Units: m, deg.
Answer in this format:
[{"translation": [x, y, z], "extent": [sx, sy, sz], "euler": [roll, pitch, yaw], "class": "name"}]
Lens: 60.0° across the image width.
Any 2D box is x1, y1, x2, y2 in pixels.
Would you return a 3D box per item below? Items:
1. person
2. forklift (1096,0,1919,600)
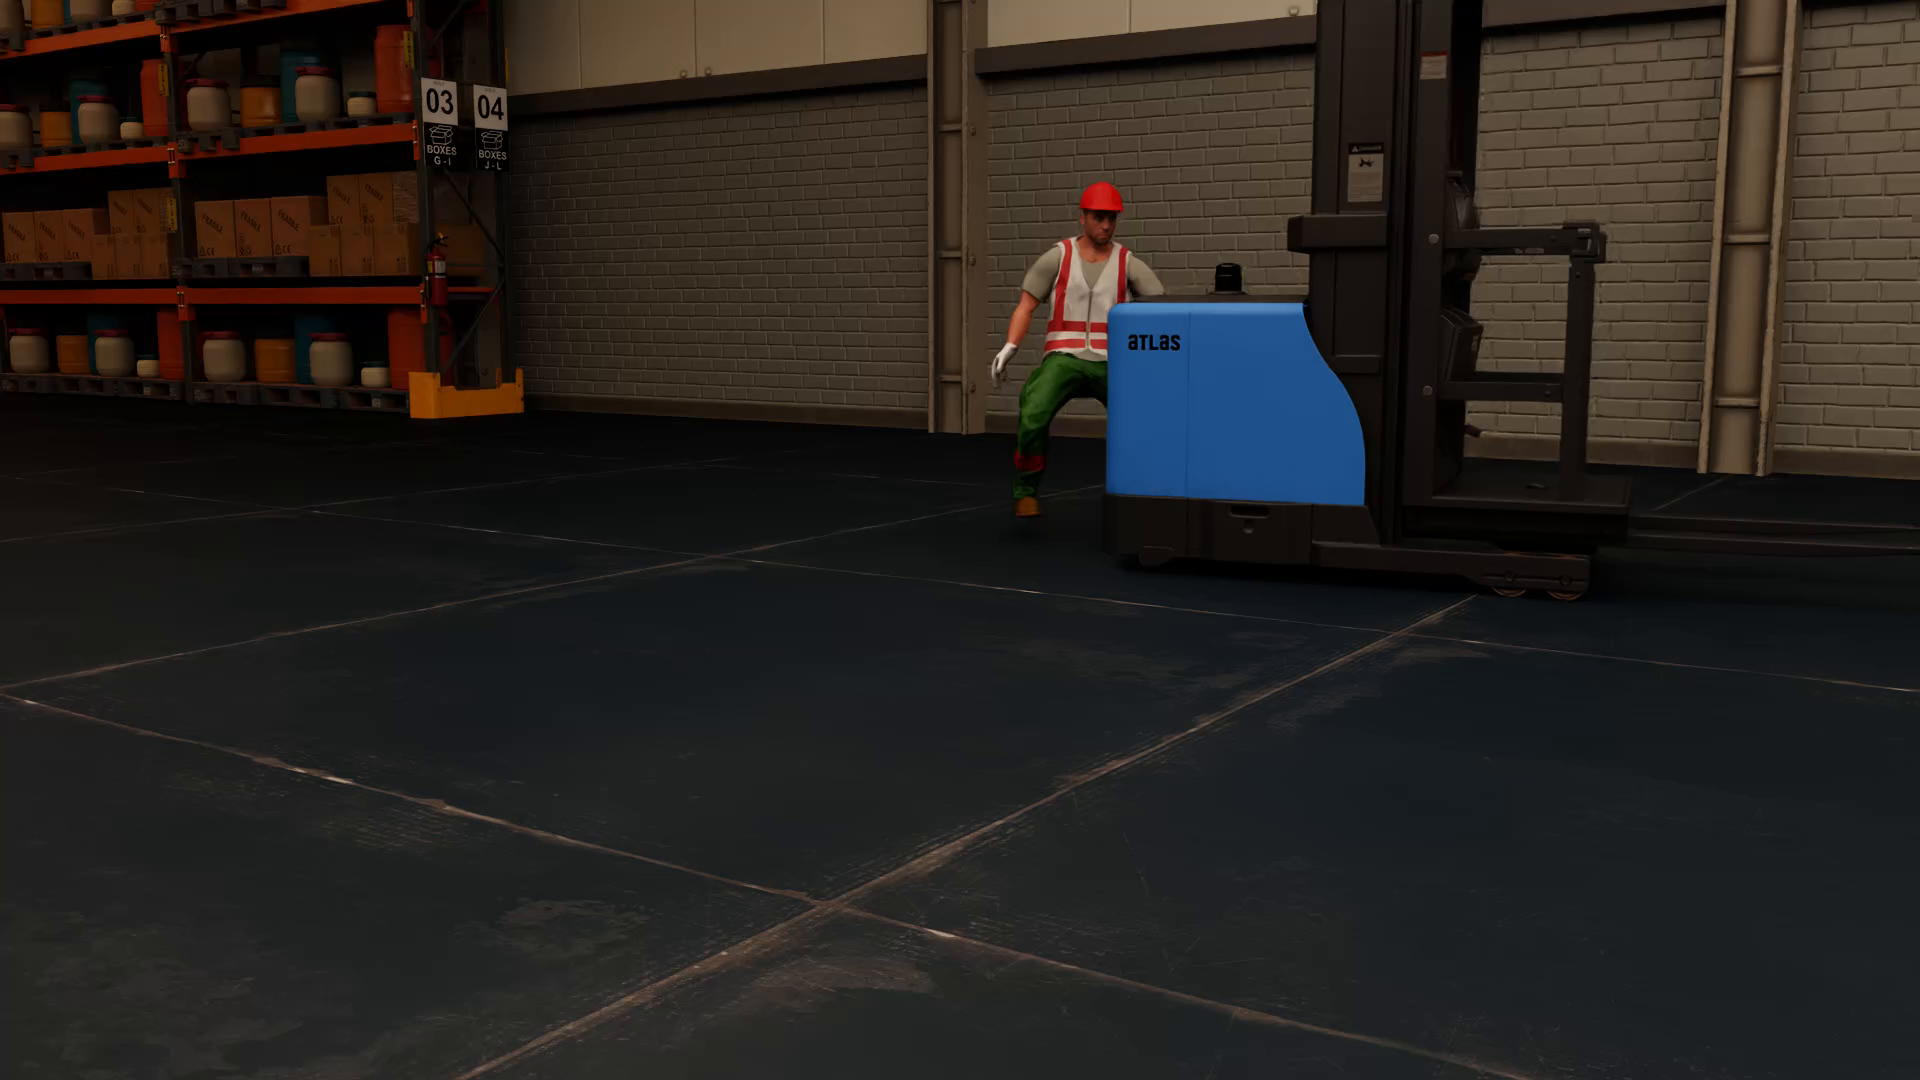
[{"translation": [0.640, -0.868, 7.907], "extent": [0.985, 1.659, 0.640], "euler": [0, 8, -1], "class": "person"}, {"translation": [2.122, -1.316, 6.447], "extent": [3.031, 2.935, 1.130], "euler": [3, 9, 22], "class": "forklift"}]
